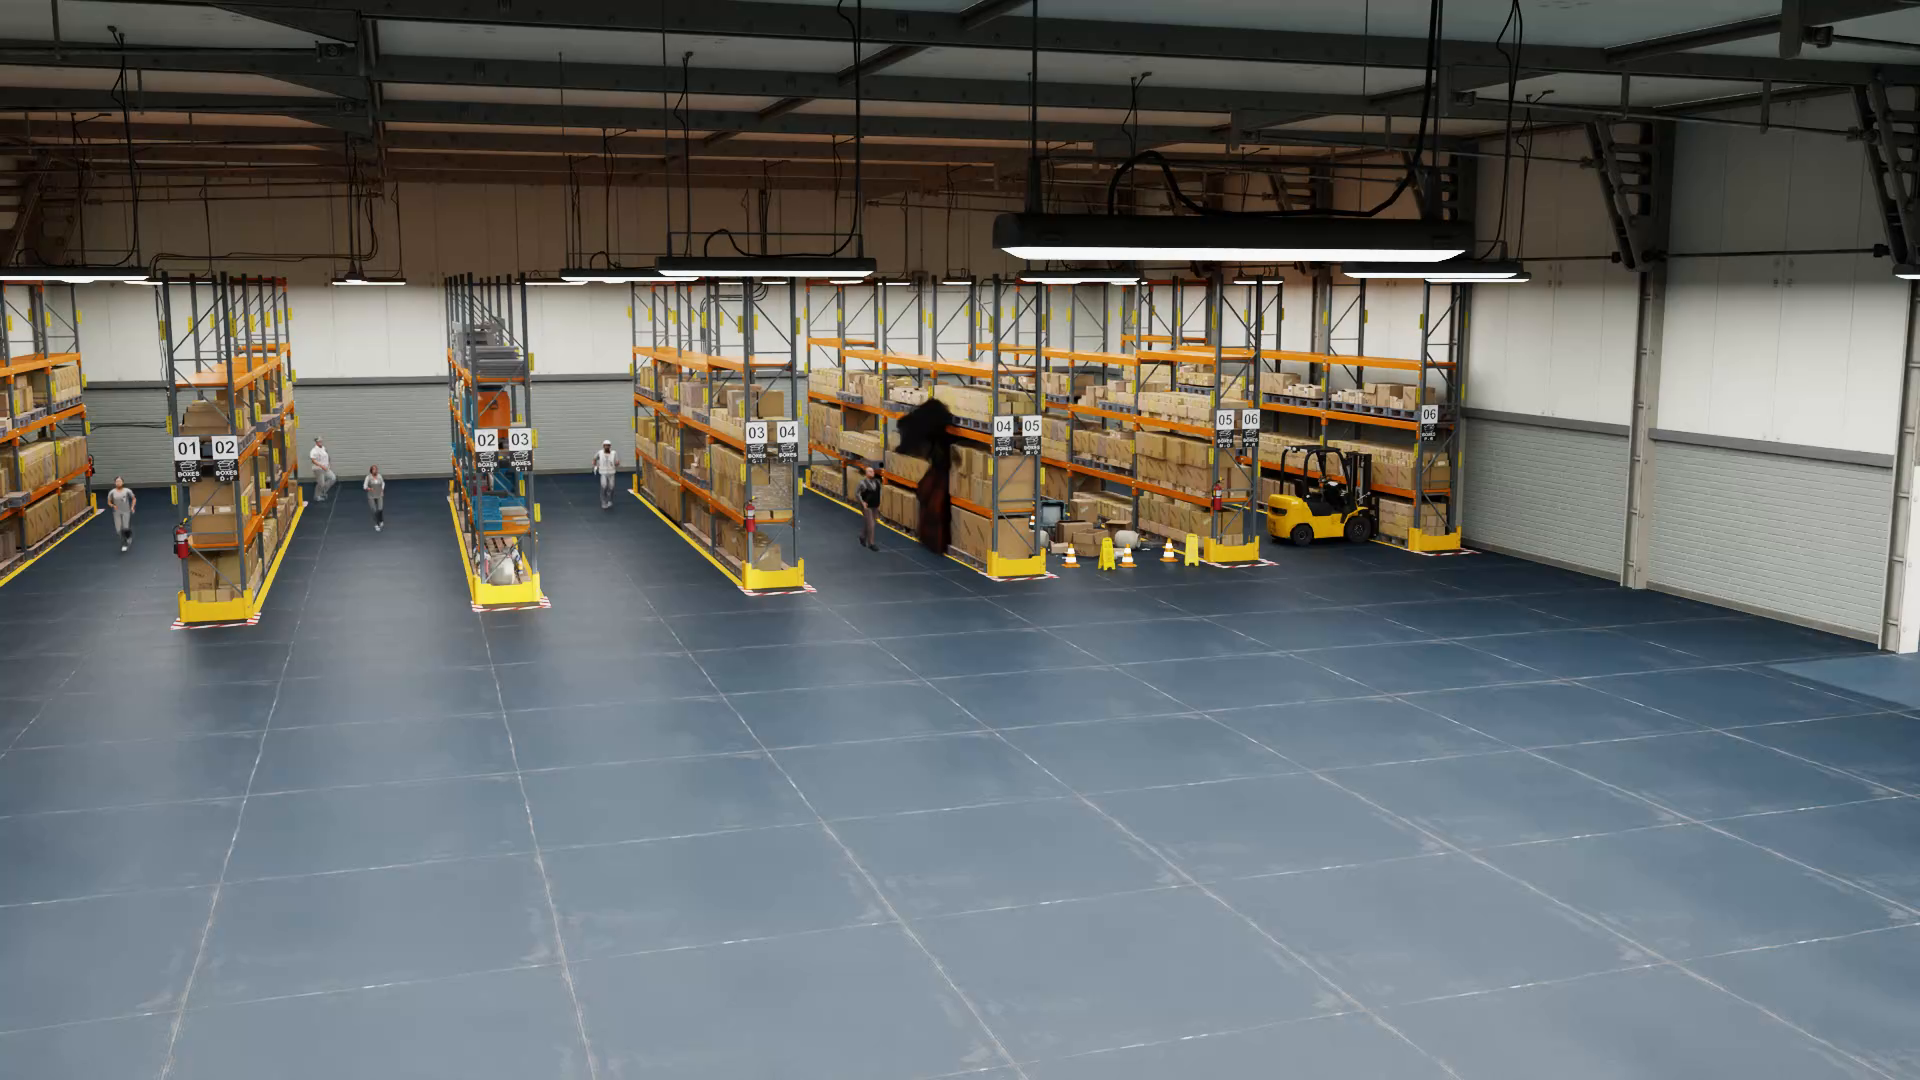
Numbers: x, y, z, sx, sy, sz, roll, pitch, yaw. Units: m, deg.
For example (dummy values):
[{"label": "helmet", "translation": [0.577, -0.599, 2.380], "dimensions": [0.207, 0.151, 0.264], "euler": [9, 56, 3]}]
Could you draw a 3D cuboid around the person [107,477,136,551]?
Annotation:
[{"label": "person", "translation": [-18.394, -0.575, 36.497], "dimensions": [0.558, 1.631, 0.556], "euler": [-3, 9, -20]}]

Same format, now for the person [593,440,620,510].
[{"label": "person", "translation": [-9.215, -1.702, 43.453], "dimensions": [0.656, 1.809, 0.729], "euler": [-3, 9, -19]}]

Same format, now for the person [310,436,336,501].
[{"label": "person", "translation": [-17.301, -1.942, 45.124], "dimensions": [0.594, 1.752, 0.684], "euler": [2, 9, 12]}]

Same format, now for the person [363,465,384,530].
[{"label": "person", "translation": [-13.855, -0.996, 39.406], "dimensions": [0.513, 1.565, 0.604], "euler": [-5, 10, -29]}]

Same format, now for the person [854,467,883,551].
[{"label": "person", "translation": [-1.924, -0.665, 34.974], "dimensions": [0.660, 1.753, 0.691], "euler": [-7, 11, -40]}]
